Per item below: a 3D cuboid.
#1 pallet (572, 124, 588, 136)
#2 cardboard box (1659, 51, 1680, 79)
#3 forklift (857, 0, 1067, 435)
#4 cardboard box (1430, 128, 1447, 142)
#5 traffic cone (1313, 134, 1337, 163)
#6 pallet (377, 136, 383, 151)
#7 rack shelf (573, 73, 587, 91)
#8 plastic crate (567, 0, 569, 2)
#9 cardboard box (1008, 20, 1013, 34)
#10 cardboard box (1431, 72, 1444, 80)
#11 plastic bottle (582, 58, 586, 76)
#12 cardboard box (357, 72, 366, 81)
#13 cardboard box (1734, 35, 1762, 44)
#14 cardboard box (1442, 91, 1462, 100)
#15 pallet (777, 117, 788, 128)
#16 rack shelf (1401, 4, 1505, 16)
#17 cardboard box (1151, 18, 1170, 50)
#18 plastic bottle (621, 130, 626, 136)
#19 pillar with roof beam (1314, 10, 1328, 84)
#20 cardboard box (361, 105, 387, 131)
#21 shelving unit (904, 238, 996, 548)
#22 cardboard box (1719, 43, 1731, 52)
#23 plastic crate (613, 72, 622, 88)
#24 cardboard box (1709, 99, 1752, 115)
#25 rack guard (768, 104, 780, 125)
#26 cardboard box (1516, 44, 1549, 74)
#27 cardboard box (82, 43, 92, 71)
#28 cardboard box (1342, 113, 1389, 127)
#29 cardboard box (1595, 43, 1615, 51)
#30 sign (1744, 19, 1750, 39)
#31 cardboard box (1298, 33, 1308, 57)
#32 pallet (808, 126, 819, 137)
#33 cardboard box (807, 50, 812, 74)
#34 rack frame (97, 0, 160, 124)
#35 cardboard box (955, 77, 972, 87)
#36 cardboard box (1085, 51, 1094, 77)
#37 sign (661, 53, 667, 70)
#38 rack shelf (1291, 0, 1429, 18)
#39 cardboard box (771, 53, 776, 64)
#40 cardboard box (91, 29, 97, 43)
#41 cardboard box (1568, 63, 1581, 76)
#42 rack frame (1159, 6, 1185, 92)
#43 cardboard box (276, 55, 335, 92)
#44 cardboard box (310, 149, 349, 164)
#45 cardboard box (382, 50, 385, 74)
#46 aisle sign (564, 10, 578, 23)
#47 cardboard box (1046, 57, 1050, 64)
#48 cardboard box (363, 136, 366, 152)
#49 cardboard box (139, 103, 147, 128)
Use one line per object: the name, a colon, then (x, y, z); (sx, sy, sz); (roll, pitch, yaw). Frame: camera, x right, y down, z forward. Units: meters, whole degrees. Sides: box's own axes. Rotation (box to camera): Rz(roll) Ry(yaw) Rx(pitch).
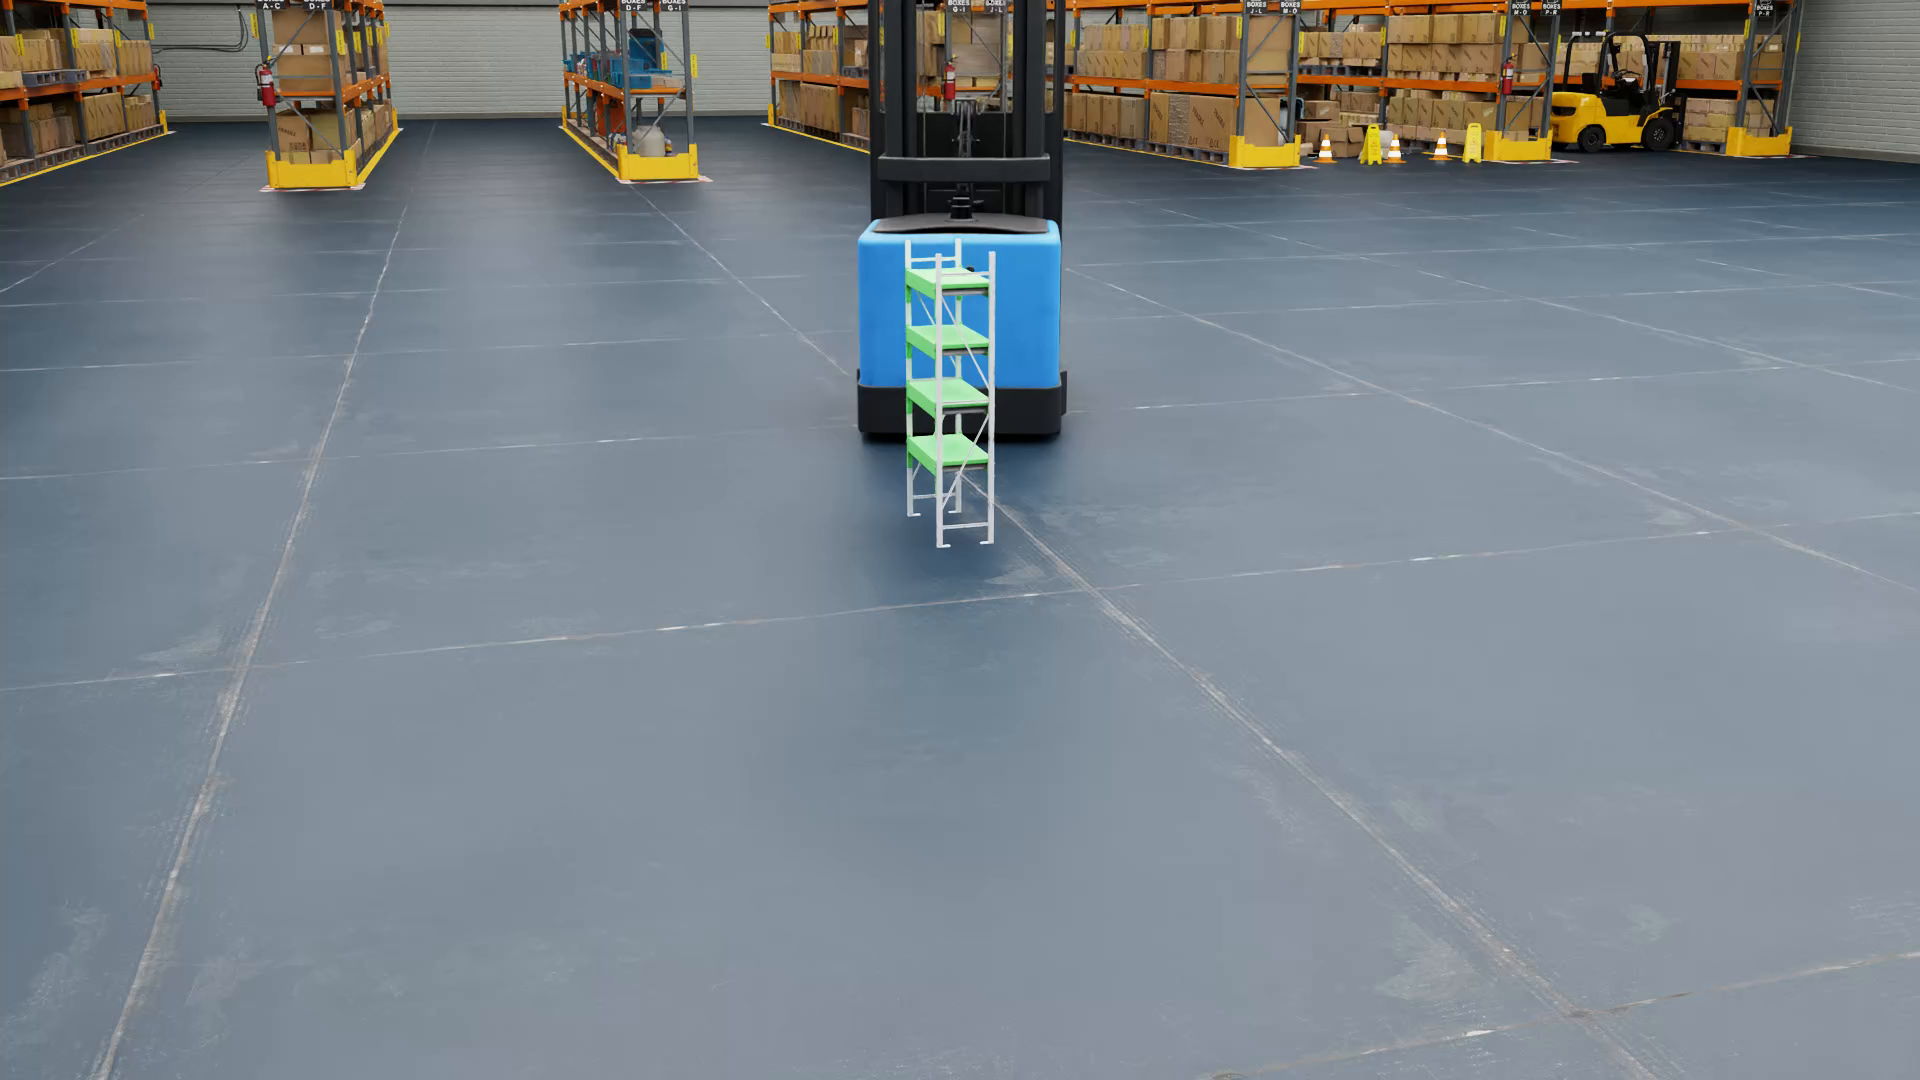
pallet: (-8.045, -9.095, 36.863); (1.003, 0.211, 1.213); (-5, 17, -15)
cardboard box: (13.743, -9.067, 31.748); (0.500, 0.500, 0.500); (-5, 17, -15)
forklift: (0.047, -2.314, 9.560); (1.130, 2.935, 3.031); (1, 17, 2)
cardboard box: (9.018, -7.461, 30.625); (0.500, 0.250, 0.500); (-5, 18, -17)
traffic cone: (6.271, -6.711, 28.489); (0.336, 0.463, 0.334); (-5, 17, -15)
pallet: (-11.639, -7.607, 31.910); (1.003, 0.211, 1.213); (-5, 17, -15)
rack shelf: (-7.256, -9.332, 34.057); (1.077, 0.370, 4.000); (-5, 17, -15)
plastic crate: (-8.213, -11.659, 35.705); (0.450, 0.188, 0.662); (-5, 17, -15)
cardboard box: (1.364, -11.764, 38.472); (0.500, 0.500, 0.500); (-5, 18, -17)
cardboard box: (8.900, -8.538, 30.597); (0.380, 0.149, 0.250); (-5, 17, -15)
plastic bottle: (-7.633, -9.630, 33.882); (0.144, 0.351, 0.185); (-5, 17, -15)
cardboard box: (-10.957, -8.386, 30.092); (0.380, 0.149, 0.250); (-5, 17, -15)
cardboard box: (14.253, -9.063, 30.091); (0.380, 0.149, 0.250); (-5, 17, -15)
cardboard box: (9.010, -8.080, 30.256); (0.380, 0.149, 0.250); (-4, 17, -13)
pallet: (-3.848, -10.178, 40.468); (1.003, 0.211, 1.213); (-5, 17, -15)
rack shelf: (11.806, -12.338, 38.847); (1.077, 0.370, 4.000); (-5, 17, -15)
cardboard box: (4.020, -9.257, 30.419); (0.875, 0.550, 0.550); (-5, 17, -15)
plastic bottle: (-5.646, -6.715, 27.932); (0.144, 0.351, 0.185); (-5, 17, -15)
pillar with roof beam: (6.144, -16.255, 45.424); (9.100, 9.000, 0.400); (-5, 17, -15)
cardboard box: (-12.158, -8.739, 34.412); (0.500, 0.500, 0.500); (-5, 17, -16)
shelving unit: (-0.045, -0.620, 6.932); (0.258, 1.200, 0.503); (-5, 17, -15)
cardboard box: (14.091, -8.980, 30.332); (0.380, 0.149, 0.250); (-4, 17, -14)
plastic crate: (-5.106, -7.135, 25.748); (0.499, 0.251, 0.408); (-5, 17, -15)
cardboard box: (14.128, -7.945, 30.500); (0.500, 0.250, 0.500); (-4, 17, -13)
rack guard: (-4.149, -10.538, 41.164); (1.175, 0.500, 0.348); (-5, 17, -15)
cardboard box: (9.919, -8.429, 29.109); (0.500, 0.500, 0.500); (-5, 17, -16)
cardboard box: (-16.254, -8.841, 30.444); (0.500, 0.500, 0.500); (-4, 17, -13)
cardboard box: (8.336, -8.478, 33.801); (0.950, 0.372, 0.625); (-4, 17, -12)
cardboard box: (13.148, -10.021, 33.799); (0.380, 0.149, 0.250); (-4, 17, -13)
sign: (14.029, -9.108, 29.636); (0.100, 0.325, 0.005); (-5, 17, -15)
cardboard box: (7.485, -10.548, 35.431); (0.500, 0.500, 0.500); (-5, 17, -17)
pallet: (-2.759, -9.079, 36.809); (1.003, 0.211, 1.213); (-5, 17, -15)
cardboard box: (-3.018, -10.384, 36.132); (0.500, 0.500, 0.500); (-5, 17, -15)
rack frame: (-18.431, -10.553, 36.871); (1.000, 3.000, 0.127); (-5, 17, -15)
cardboard box: (-0.022, -7.245, 26.293); (0.380, 0.149, 0.250); (-5, 17, -15)
cardboard box: (2.859, -9.641, 33.661); (0.500, 0.500, 0.500); (-5, 17, -16)
sign: (-5.075, -8.190, 28.523); (0.100, 0.325, 0.005); (-5, 17, -15)
rack shelf: (8.134, -10.838, 33.854); (1.077, 0.370, 4.000); (-5, 17, -15)
cardboard box: (-4.270, -11.645, 40.248); (0.500, 0.250, 0.500); (-5, 17, -17)
cardboard box: (-16.545, -9.473, 31.245); (0.500, 0.250, 0.500); (-5, 17, -16)
cardboard box: (12.922, -9.771, 34.528); (0.500, 0.250, 0.500); (-5, 17, -16)
rack frame: (5.386, -12.512, 43.391); (1.000, 3.000, 0.127); (-5, 17, -15)
cardboard box: (-9.388, -6.698, 23.864); (0.700, 0.500, 0.500); (-5, 17, -15)
cardboard box: (-9.205, -5.570, 24.332); (0.500, 0.250, 0.500); (-5, 17, -15)
cardboard box: (-12.727, -10.330, 35.954); (0.500, 0.500, 0.500); (-5, 17, -16)
aisle sign: (-9.210, -12.578, 39.093); (0.394, 0.787, 0.004); (-5, 17, -15)
cardboard box: (2.072, -10.270, 35.633); (0.380, 0.149, 0.250); (-5, 17, -16)
cardboard box: (-10.243, -6.642, 27.900); (0.500, 0.250, 0.500); (-5, 17, -17)
cardboard box: (-17.866, -9.094, 35.628); (0.700, 0.500, 0.500); (-5, 18, -17)
